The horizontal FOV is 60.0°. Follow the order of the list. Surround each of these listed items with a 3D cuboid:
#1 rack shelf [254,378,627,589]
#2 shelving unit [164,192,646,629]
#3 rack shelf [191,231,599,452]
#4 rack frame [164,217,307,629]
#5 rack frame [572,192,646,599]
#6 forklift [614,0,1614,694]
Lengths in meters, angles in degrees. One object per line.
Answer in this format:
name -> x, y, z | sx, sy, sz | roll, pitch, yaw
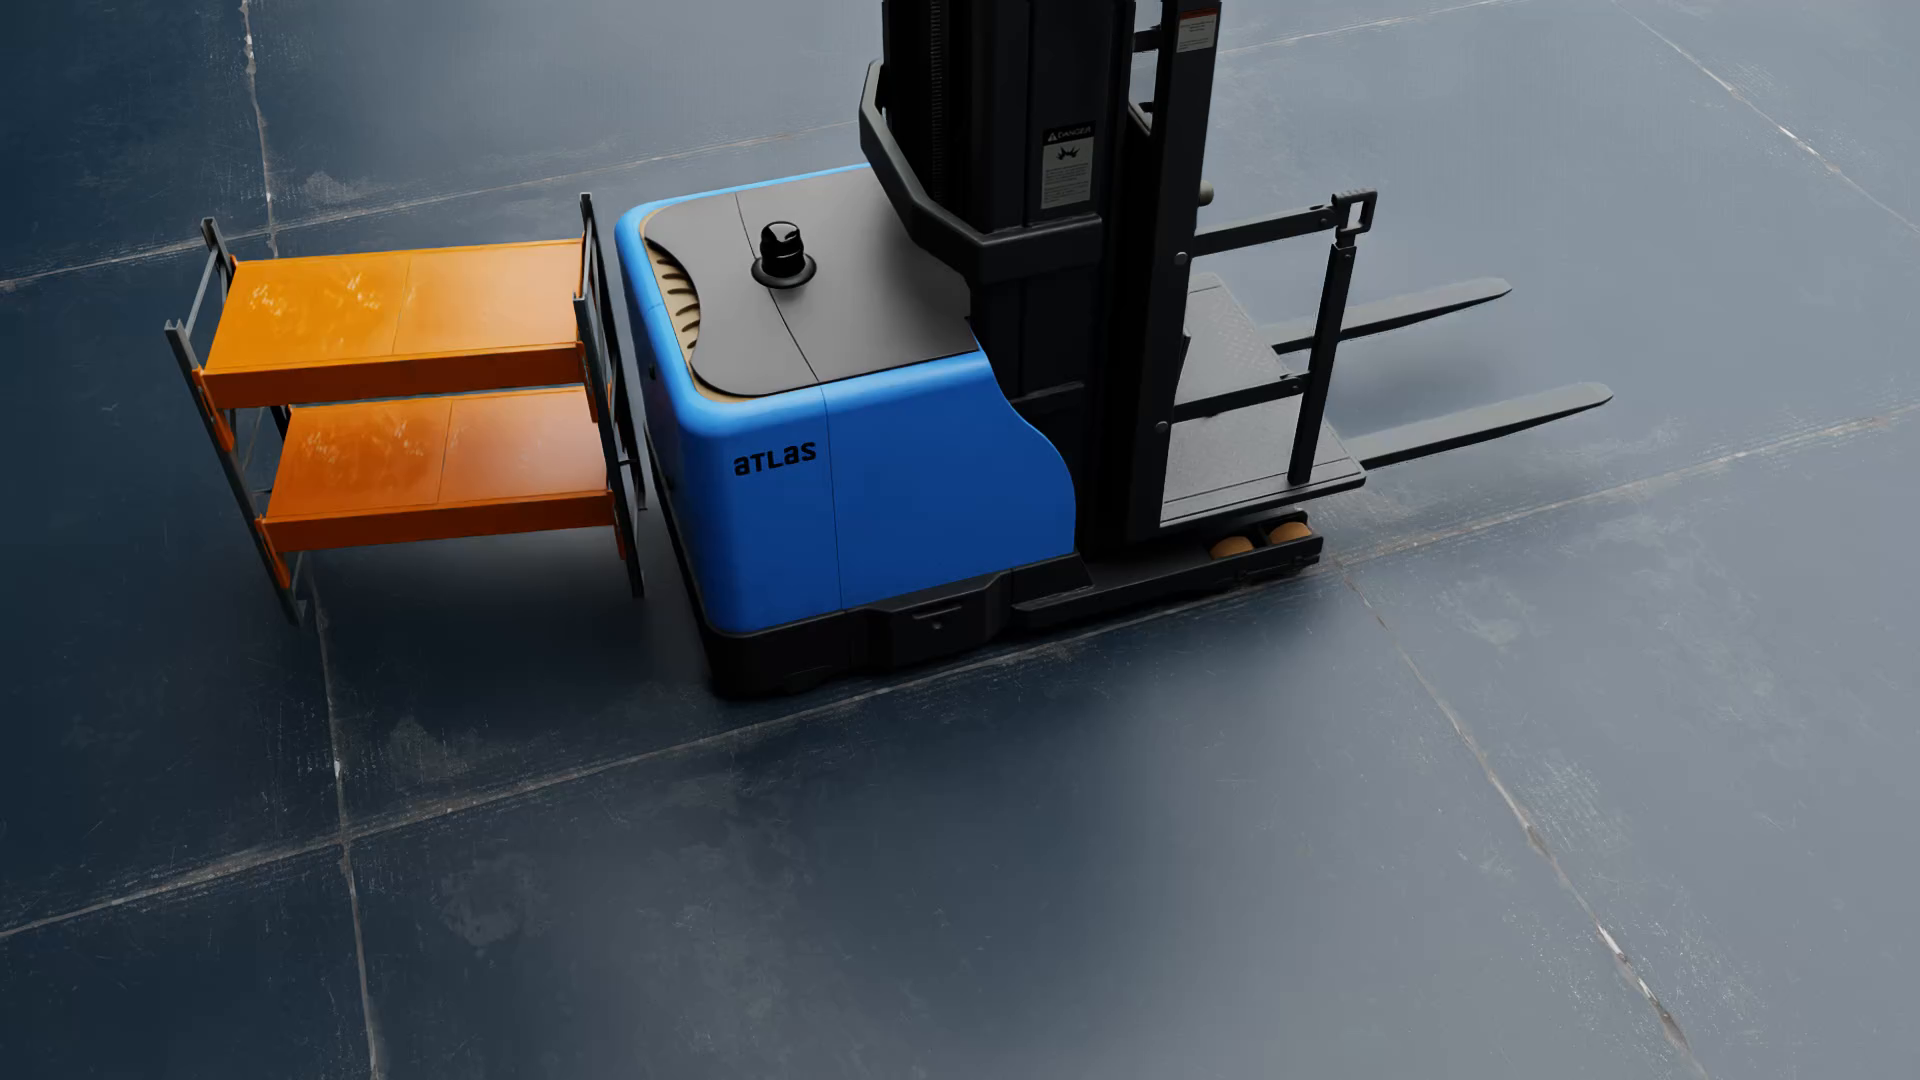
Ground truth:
rack shelf -> -1.516, -0.179, 4.979 | 1.000, 0.278, 0.538 | -5, 45, -5
shelving unit -> -1.516, -0.351, 4.806 | 1.048, 1.125, 0.538 | -5, 45, -5
rack shelf -> -1.516, -0.558, 4.599 | 1.000, 0.278, 0.538 | -5, 45, -5
rack frame -> -2.020, -0.308, 4.763 | 0.032, 1.125, 0.500 | -5, 45, -5
rack frame -> -1.011, -0.395, 4.849 | 0.032, 1.125, 0.500 | -5, 45, -5
forklift -> 0.589, -1.226, 4.402 | 3.031, 2.935, 1.130 | -14, 47, -13
